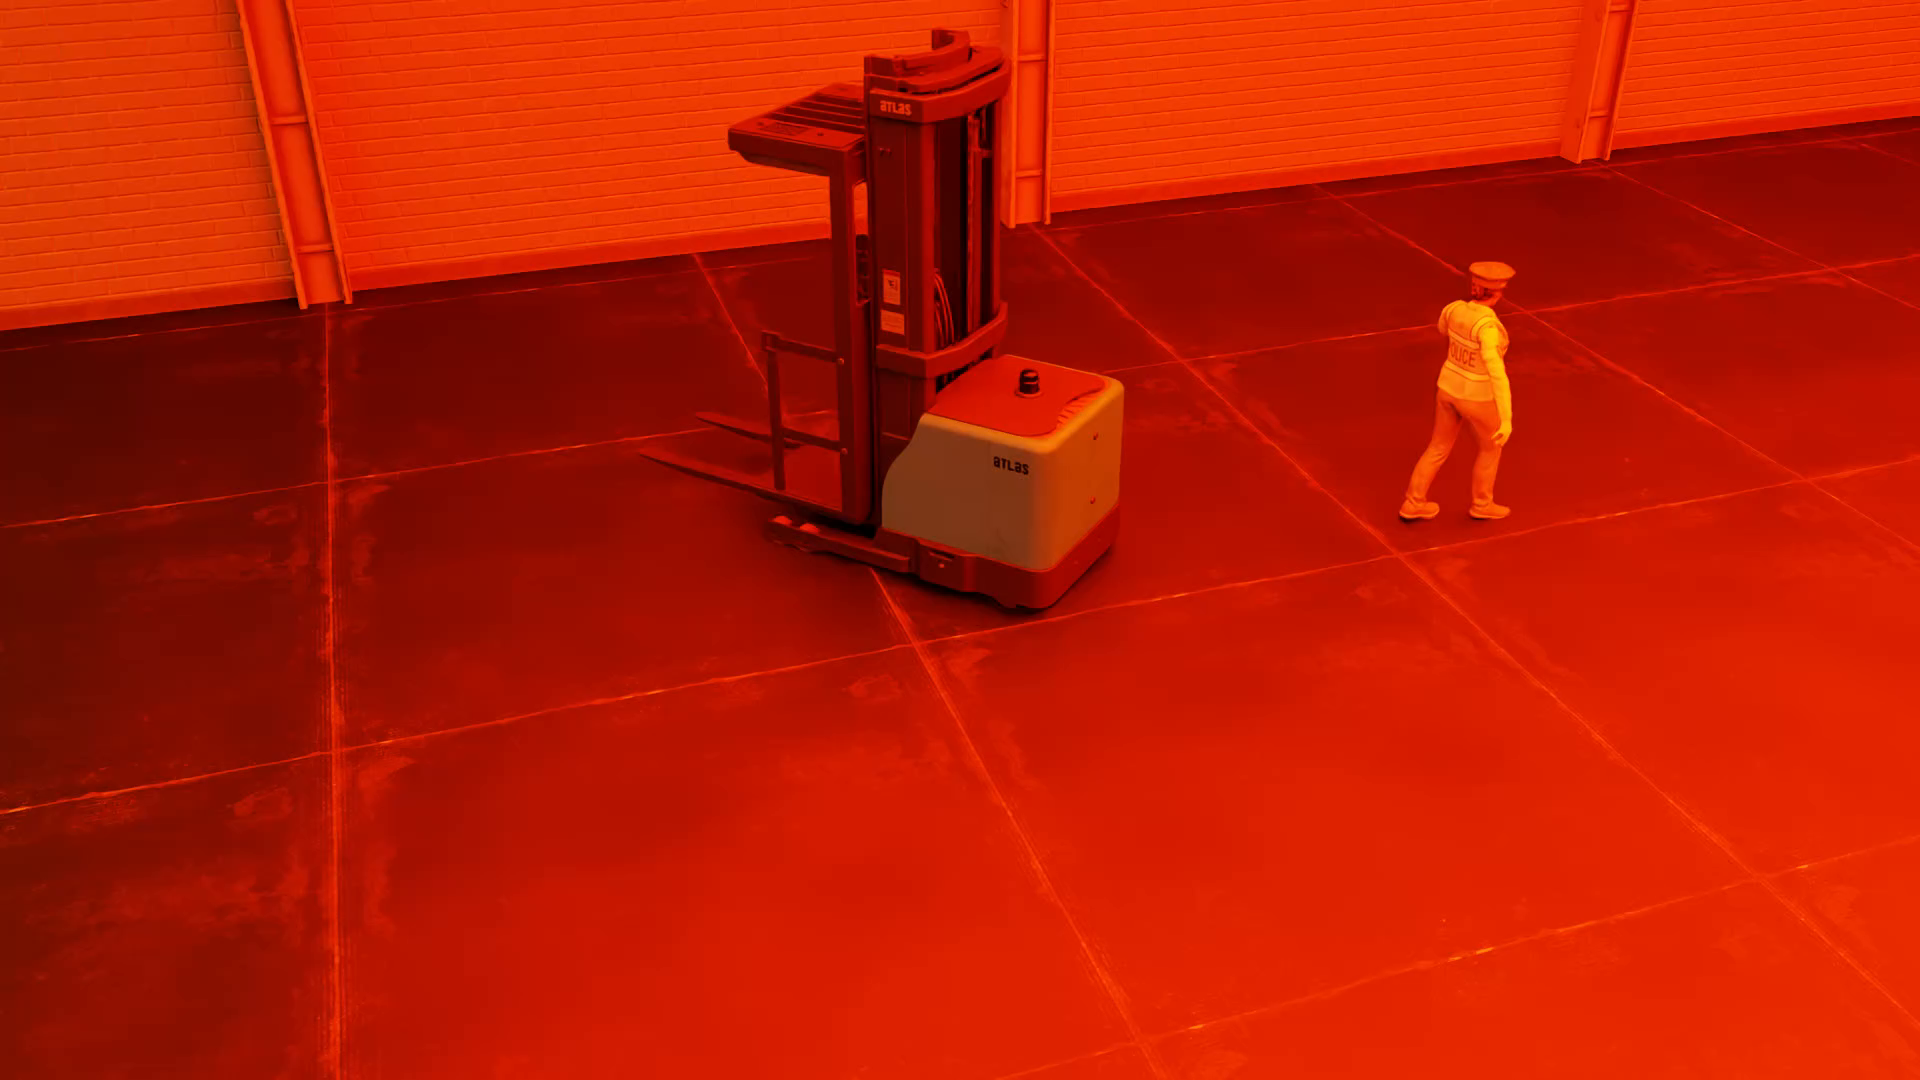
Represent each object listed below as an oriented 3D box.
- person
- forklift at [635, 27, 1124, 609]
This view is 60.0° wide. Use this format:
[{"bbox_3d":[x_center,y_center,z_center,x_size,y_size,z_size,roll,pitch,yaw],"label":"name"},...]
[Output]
[{"bbox_3d":[3.082,-0.845,9.874,0.711,1.650,0.893,-14,33,-23],"label":"person"},{"bbox_3d":[-0.588,-1.409,9.536,3.031,2.935,1.130,16,34,25],"label":"forklift"}]
